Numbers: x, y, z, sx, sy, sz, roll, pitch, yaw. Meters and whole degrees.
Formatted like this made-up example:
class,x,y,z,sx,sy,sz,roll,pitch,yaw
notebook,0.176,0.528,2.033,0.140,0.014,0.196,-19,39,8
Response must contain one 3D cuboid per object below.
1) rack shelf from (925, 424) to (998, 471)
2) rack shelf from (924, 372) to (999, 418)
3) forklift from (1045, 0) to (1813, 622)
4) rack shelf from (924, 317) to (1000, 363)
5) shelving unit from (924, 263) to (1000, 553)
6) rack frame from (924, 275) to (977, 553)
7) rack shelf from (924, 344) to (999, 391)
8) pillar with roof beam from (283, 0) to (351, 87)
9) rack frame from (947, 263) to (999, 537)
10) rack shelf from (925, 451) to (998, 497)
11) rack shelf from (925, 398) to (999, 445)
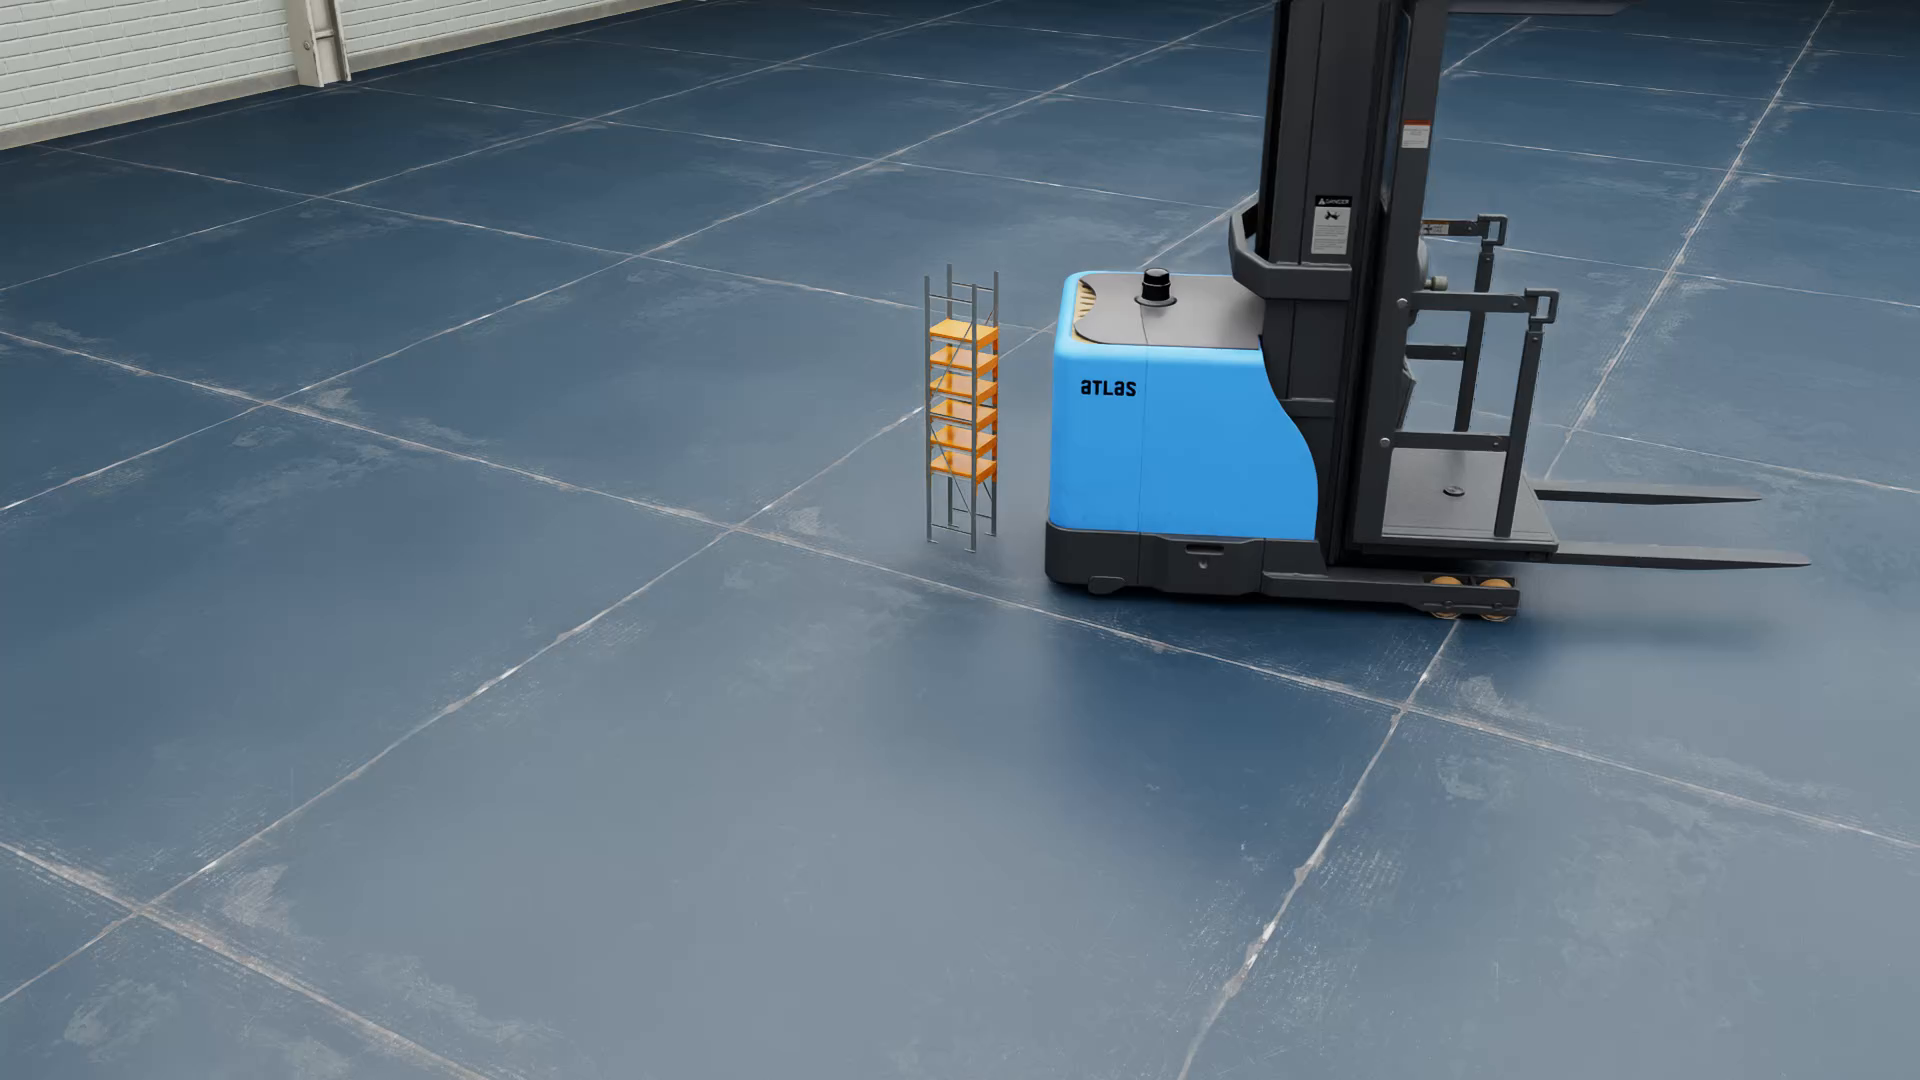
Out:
class,x,y,z,sx,sy,sz,roll,pitch,yaw
rack shelf,0.007,-0.395,7.066,0.258,0.103,0.180,14,30,26
rack shelf,0.007,-0.610,6.959,0.258,0.103,0.180,14,30,26
forklift,1.899,-1.238,6.448,3.031,2.935,1.130,3,27,5
rack shelf,0.007,-0.824,6.851,0.258,0.103,0.180,14,30,26
shelving unit,0.007,-0.542,6.993,0.258,1.200,0.189,14,30,26
rack frame,-0.038,-0.507,6.921,0.240,1.200,0.006,14,30,26
rack shelf,0.007,-0.717,6.905,0.258,0.103,0.180,14,30,26
pillar with roof beam,-2.410,-7.515,12.210,9.100,9.000,0.400,14,30,26
rack frame,0.052,-0.578,7.064,0.240,1.200,0.006,14,30,26
rack shelf,0.007,-0.288,7.120,0.258,0.103,0.180,14,30,26
rack shelf,0.007,-0.502,7.013,0.258,0.103,0.180,14,30,26
